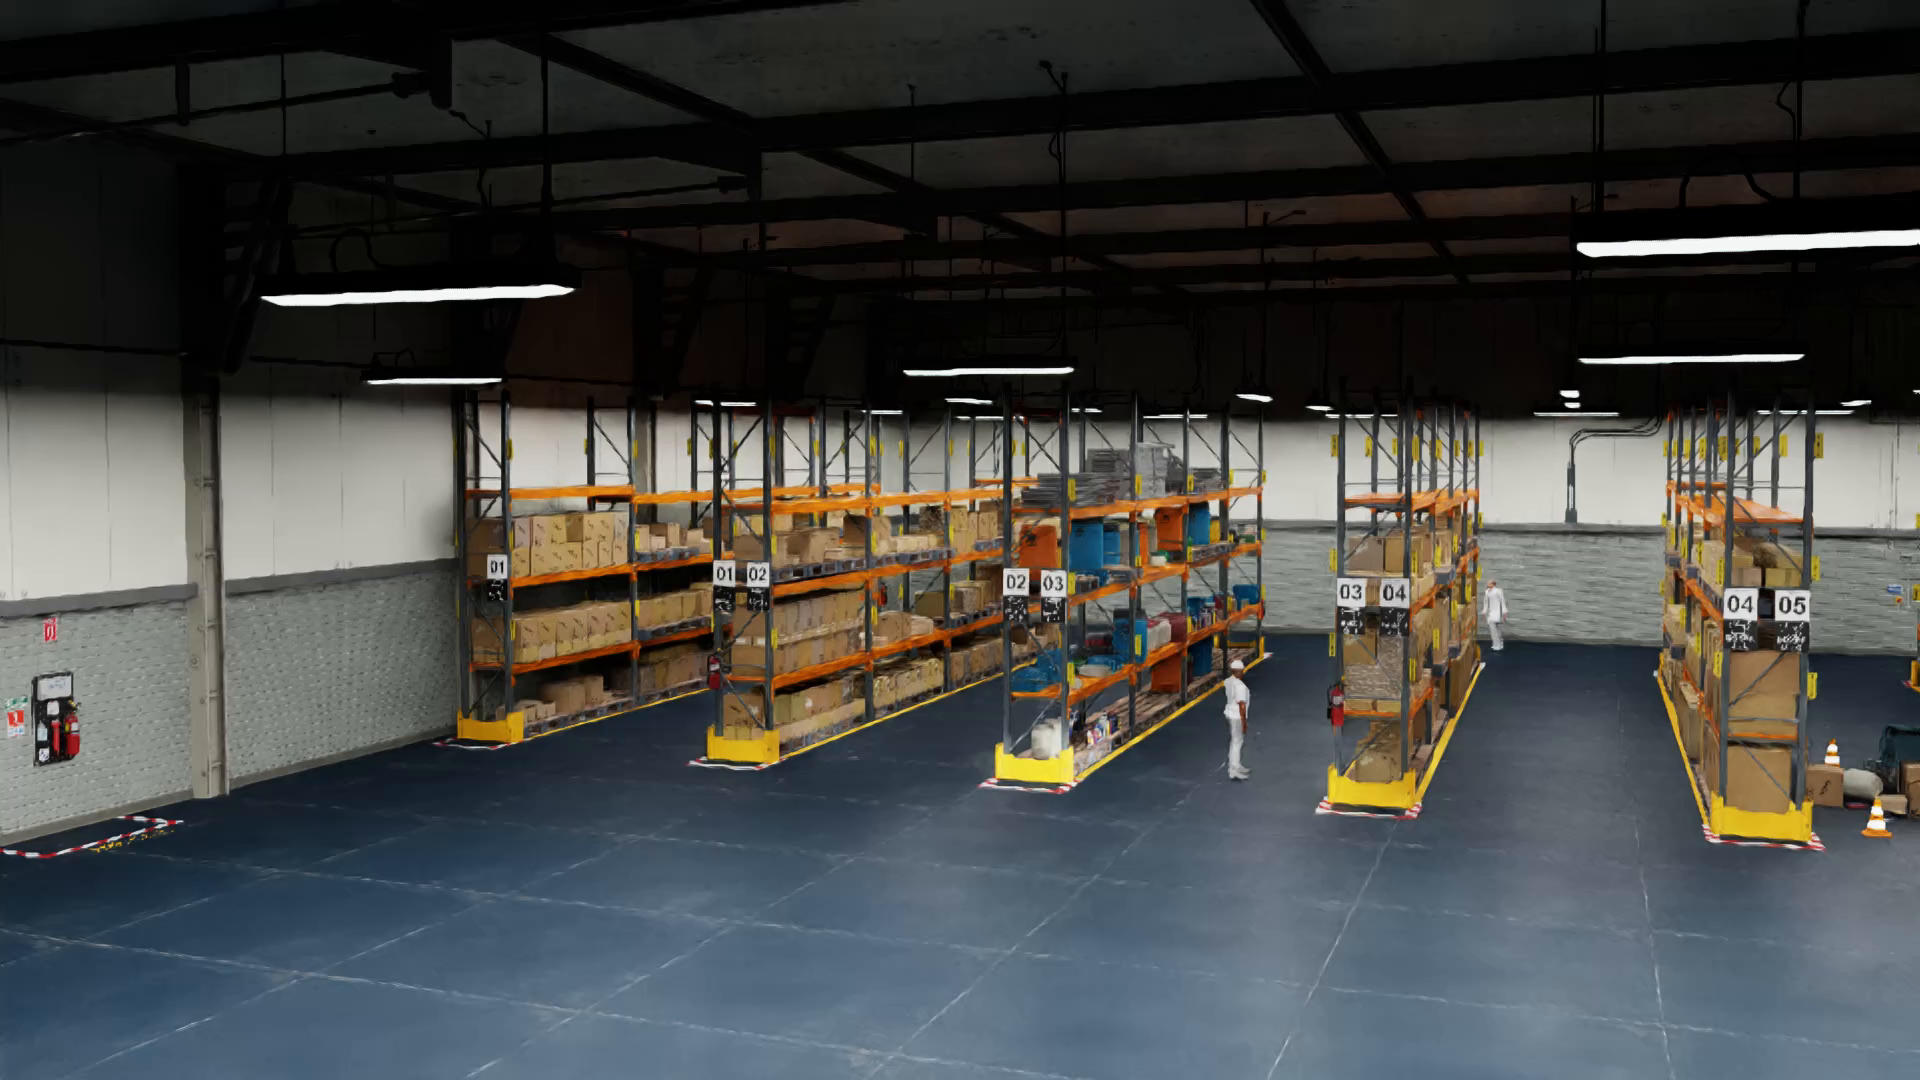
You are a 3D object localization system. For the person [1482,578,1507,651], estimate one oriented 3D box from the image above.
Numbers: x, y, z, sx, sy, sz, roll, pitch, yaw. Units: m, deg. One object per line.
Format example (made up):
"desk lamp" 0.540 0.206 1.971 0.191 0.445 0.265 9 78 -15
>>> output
"person" 13.321 1.830 41.407 0.545 1.778 0.684 -1 3 -17

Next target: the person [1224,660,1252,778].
"person" 4.265 2.705 25.336 0.453 1.768 0.630 0 3 -9
